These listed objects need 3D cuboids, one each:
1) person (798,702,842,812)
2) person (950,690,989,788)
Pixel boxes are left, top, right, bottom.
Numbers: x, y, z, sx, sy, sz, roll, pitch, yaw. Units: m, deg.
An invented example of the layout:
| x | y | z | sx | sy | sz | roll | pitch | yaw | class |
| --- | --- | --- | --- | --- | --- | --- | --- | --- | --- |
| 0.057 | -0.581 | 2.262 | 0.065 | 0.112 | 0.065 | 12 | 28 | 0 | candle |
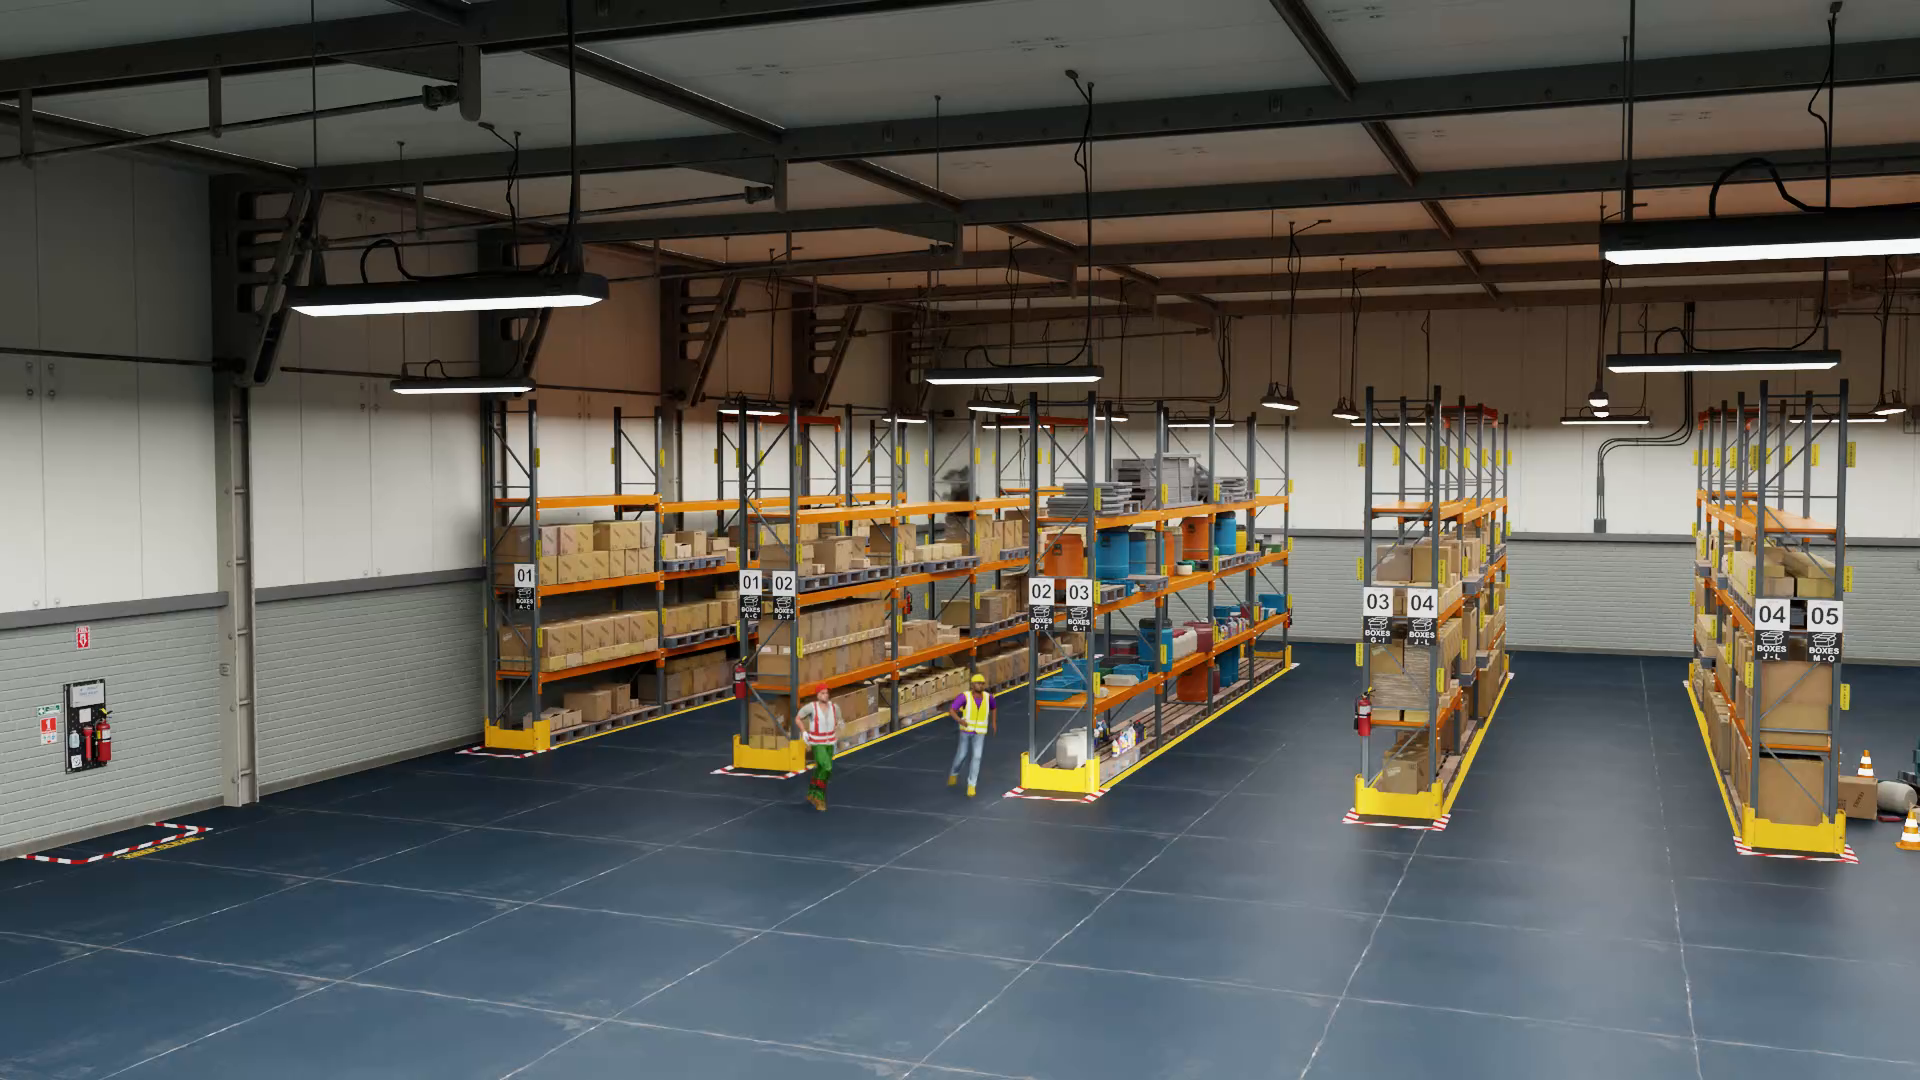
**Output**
| x | y | z | sx | sy | sz | roll | pitch | yaw | class |
| --- | --- | --- | --- | --- | --- | --- | --- | --- | --- |
| -1.993 | 3.083 | 23.804 | 0.594 | 1.575 | 0.583 | -2 | 4 | -39 | person |
| 0.165 | 2.964 | 24.968 | 0.551 | 1.414 | 0.759 | 0 | 3 | -9 | person |
